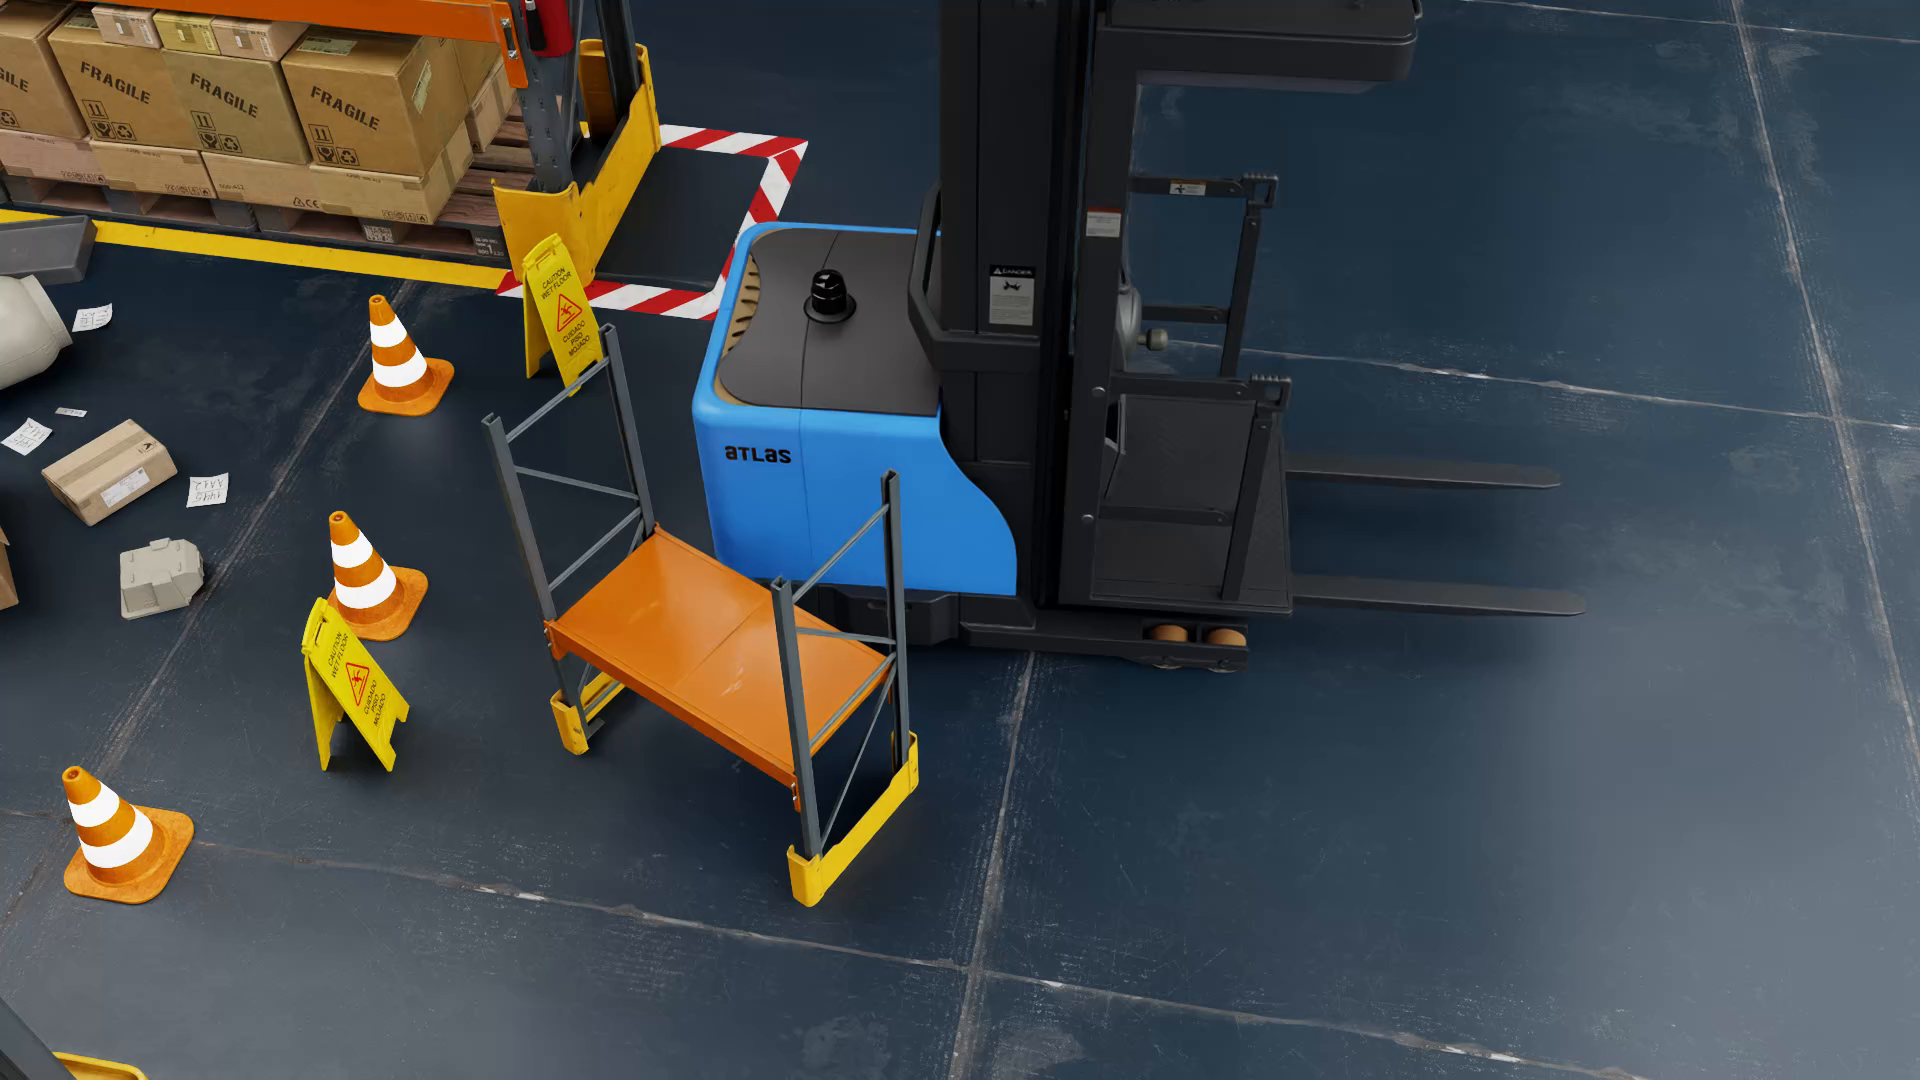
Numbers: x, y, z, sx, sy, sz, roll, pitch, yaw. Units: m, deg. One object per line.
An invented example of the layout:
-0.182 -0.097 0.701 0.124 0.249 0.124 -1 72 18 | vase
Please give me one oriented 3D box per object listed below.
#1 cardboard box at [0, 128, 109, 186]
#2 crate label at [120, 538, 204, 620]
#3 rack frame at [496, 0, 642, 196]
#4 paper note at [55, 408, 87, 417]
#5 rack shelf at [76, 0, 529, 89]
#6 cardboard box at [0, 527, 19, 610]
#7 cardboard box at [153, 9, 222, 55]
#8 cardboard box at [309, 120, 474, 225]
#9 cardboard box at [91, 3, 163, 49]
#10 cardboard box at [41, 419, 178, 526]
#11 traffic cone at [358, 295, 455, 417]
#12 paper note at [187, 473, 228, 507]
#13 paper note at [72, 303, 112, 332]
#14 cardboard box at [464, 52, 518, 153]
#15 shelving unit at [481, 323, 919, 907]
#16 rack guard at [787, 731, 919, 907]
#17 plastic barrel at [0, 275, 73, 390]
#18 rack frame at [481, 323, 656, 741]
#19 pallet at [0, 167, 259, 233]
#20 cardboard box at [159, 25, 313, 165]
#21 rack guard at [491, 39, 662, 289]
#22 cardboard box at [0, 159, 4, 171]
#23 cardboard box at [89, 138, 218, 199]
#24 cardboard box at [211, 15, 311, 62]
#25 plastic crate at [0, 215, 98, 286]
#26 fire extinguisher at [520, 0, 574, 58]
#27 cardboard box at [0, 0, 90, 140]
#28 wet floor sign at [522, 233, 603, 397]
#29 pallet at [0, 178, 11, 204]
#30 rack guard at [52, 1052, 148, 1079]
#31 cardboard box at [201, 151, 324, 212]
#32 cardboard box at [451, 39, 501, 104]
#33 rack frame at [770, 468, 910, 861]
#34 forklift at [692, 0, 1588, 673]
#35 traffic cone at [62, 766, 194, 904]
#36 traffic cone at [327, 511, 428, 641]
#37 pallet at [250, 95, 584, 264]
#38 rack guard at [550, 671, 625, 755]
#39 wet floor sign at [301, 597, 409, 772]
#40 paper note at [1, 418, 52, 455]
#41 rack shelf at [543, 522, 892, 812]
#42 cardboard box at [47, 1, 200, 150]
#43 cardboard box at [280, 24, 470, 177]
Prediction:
-3.968 -1.864 7.474 0.500 0.250 0.500 7 48 6 | cardboard box
-2.914 0.123 6.047 0.298 0.136 0.250 -15 50 -13 | crate label
-1.614 -2.520 6.497 0.127 3.000 1.000 8 49 7 | rack frame
-3.586 -0.516 6.706 0.123 0.001 0.032 8 49 7 | paper note
-3.582 -2.544 7.003 4.000 0.370 1.077 8 49 7 | rack shelf
-3.793 -0.064 5.970 0.637 0.503 0.797 -23 52 -19 | cardboard box
-3.069 -2.158 6.799 0.250 0.149 0.380 8 49 7 | cardboard box
-2.481 -1.654 7.286 0.500 0.250 0.500 7 48 7 | cardboard box
-3.328 -2.195 6.831 0.250 0.149 0.380 10 49 8 | cardboard box
-3.262 -0.261 6.385 0.250 0.149 0.380 32 56 26 | cardboard box
-2.266 -0.784 6.644 0.334 0.463 0.336 8 49 7 | traffic cone
-2.898 -0.195 6.405 0.142 0.019 0.148 -7 48 -7 | paper note
-3.696 -0.949 7.082 0.148 0.019 0.142 -7 48 -7 | paper note
-2.358 -2.050 7.642 0.500 0.250 0.500 7 48 7 | cardboard box
-0.739 0.246 5.020 1.083 1.500 0.587 28 54 23 | shelving unit
-0.332 0.877 5.294 0.087 0.250 0.587 28 54 23 | rack guard
-3.916 -0.824 6.705 0.512 0.421 0.421 -32 55 -25 | plastic barrel
-1.147 0.033 5.212 0.032 1.500 0.500 28 54 23 | rack frame
-3.679 -1.894 7.810 1.213 0.211 1.003 8 49 7 | pallet
-2.963 -1.973 7.068 0.500 0.500 0.500 9 49 8 | cardboard box
-1.689 -1.694 7.436 0.348 0.500 1.175 8 49 7 | rack guard
-4.490 -1.932 7.536 0.500 0.250 0.500 10 49 9 | cardboard box
-3.481 -1.790 7.408 0.500 0.250 0.500 6 48 5 | cardboard box
-2.822 -2.123 6.767 0.250 0.149 0.380 9 49 8 | cardboard box
-4.151 -1.265 7.333 0.583 0.080 0.402 -7 48 -7 | plastic crate
-1.583 -2.141 6.209 0.183 0.674 0.296 8 49 7 | fire extinguisher
-3.979 -2.113 7.194 0.500 0.500 0.500 10 49 9 | cardboard box
-1.617 -0.924 6.647 0.232 0.644 0.267 23 52 20 | wet floor sign
-4.883 -2.054 7.953 1.213 0.211 1.003 8 49 7 | pallet
-2.371 1.956 4.157 0.348 0.500 1.175 8 49 7 | rack guard
-2.966 -1.725 7.350 0.500 0.250 0.500 8 49 7 | cardboard box
-2.382 -2.303 7.365 0.500 0.500 0.500 6 48 6 | cardboard box
-0.316 0.468 4.821 0.032 1.500 0.500 28 54 23 | rack frame
0.686 -0.930 5.115 3.031 2.935 1.130 4 48 3 | forklift
-2.665 0.855 5.170 0.334 0.463 0.336 8 49 7 | traffic cone
-2.129 0.073 5.873 0.334 0.463 0.336 8 49 7 | traffic cone
-2.482 -1.731 7.663 1.213 0.211 1.003 8 49 7 | pallet
-1.146 0.451 5.677 0.087 0.250 0.587 28 54 23 | rack guard
-2.014 0.459 5.404 0.232 0.644 0.267 0 48 0 | wet floor sign
-3.707 -0.414 6.609 0.142 0.019 0.148 23 52 20 | paper note
-0.732 0.371 5.151 1.000 0.185 0.538 28 54 23 | rack shelf
-3.458 -2.045 7.133 0.500 0.500 0.500 7 48 6 | cardboard box
-2.449 -1.907 7.009 0.500 0.500 0.500 8 49 7 | cardboard box
